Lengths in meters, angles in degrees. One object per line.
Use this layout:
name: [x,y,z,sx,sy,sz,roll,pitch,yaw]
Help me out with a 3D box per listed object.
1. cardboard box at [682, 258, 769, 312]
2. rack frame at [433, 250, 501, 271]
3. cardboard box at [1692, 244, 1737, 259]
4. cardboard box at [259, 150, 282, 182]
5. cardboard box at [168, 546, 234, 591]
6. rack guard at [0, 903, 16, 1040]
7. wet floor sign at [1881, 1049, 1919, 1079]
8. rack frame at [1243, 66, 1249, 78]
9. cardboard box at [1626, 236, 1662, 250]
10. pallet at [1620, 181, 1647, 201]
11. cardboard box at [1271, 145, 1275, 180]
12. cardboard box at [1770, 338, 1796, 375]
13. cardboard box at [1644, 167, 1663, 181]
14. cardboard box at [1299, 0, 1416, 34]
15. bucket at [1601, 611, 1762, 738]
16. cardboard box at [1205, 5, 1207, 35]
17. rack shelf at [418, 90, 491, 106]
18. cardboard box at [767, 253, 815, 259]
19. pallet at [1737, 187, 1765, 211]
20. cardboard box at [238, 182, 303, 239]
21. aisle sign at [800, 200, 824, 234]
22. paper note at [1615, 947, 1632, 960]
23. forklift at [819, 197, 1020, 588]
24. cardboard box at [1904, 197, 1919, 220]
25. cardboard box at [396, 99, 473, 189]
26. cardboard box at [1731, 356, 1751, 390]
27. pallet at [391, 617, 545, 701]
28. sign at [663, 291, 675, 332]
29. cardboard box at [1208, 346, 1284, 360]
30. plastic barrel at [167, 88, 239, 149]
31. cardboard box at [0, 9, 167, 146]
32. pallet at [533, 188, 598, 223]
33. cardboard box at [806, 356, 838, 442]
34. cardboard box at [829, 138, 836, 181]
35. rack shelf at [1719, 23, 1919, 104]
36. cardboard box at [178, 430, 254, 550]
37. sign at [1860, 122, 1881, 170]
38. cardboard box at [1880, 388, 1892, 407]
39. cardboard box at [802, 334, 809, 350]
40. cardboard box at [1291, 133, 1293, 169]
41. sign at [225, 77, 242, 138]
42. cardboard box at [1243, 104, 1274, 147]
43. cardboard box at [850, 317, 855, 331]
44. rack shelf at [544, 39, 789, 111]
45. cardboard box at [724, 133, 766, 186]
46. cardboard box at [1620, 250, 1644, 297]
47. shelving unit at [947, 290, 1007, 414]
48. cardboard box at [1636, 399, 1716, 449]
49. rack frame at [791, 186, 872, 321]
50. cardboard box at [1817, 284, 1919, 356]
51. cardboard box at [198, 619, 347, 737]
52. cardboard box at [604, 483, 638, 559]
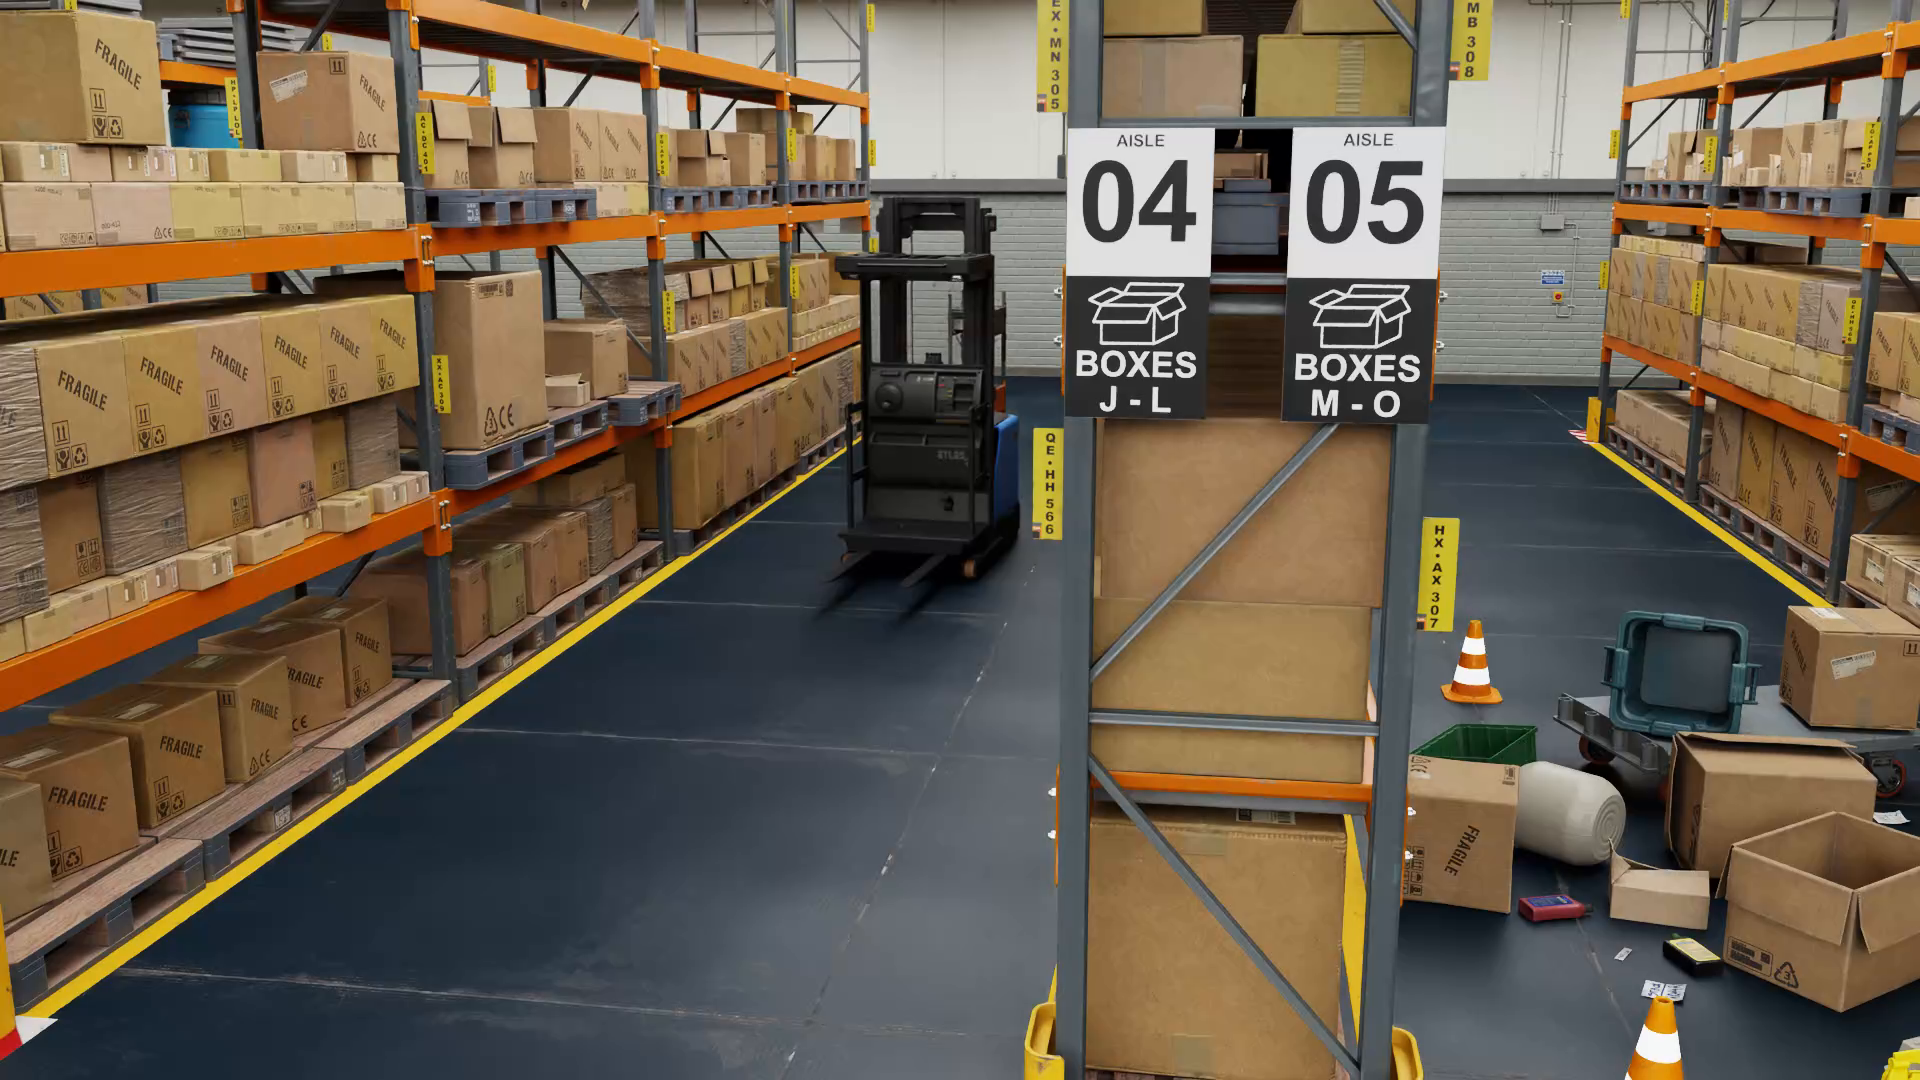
cardboard box: [-2.334,-2.545,16.565,0.797,0.503,0.637,2,12,7]
rack frame: [-6.523,-3.132,21.908,1.000,3.000,0.127,2,12,9]
cardboard box: [7.476,-2.850,16.448,0.380,0.149,0.250,2,12,9]
cardboard box: [-3.453,-1.767,7.864,0.380,0.149,0.250,2,12,11]
cardboard box: [-3.484,0.121,7.408,0.380,0.149,0.250,2,12,9]
rack guard: [-4.078,1.565,6.045,1.175,0.500,0.348,2,12,9]
wet floor sign: [2.748,1.762,4.787,0.267,0.644,0.232,0,12,-1]
rack frame: [2.026,-4.057,11.960,1.000,3.000,0.127,2,12,9]
cardboard box: [7.712,-3.333,18.690,0.380,0.149,0.250,2,12,10]
pallet: [8.059,-3.919,18.648,1.003,0.211,1.213,2,12,9]
cardboard box: [1.554,-1.644,7.244,0.380,0.149,0.250,2,12,9]
cardboard box: [6.890,-1.480,13.408,0.500,0.250,0.500,2,12,7]
cardboard box: [7.768,-4.029,18.312,0.380,0.149,0.250,2,12,11]
cardboard box: [1.161,-1.506,4.711,0.380,0.149,0.250,2,12,9]
bucket: [3.668,0.668,8.435,0.726,0.611,0.620,7,4,28]
cardboard box: [0.591,-1.633,5.301,0.380,0.149,0.250,2,12,10]
rack shelf: [-6.831,-5.101,19.462,1.077,0.370,4.000,2,12,9]
cardboard box: [-2.047,-3.215,20.162,0.500,0.500,0.500,2,12,7]
pallet: [7.456,-2.998,14.620,0.805,0.209,1.217,1,12,6]
cardboard box: [-3.451,-1.549,7.796,0.500,0.250,0.500,2,12,8]
aisle sign: [-1.914,-4.267,21.004,0.394,0.787,0.004,2,12,9]
paper note: [2.679,1.671,6.714,0.032,0.001,0.123,10,15,38]
forklift: [-0.326,-1.206,13.130,1.130,2.935,3.031,3,13,14]
cardboard box: [6.716,-2.269,11.377,0.380,0.149,0.250,2,12,9]
cardboard box: [-3.305,-2.291,9.640,0.797,0.503,0.637,1,12,6]
cardboard box: [7.047,-1.448,14.447,0.500,0.250,0.500,2,12,8]
pallet: [-3.356,0.727,10.618,1.003,0.211,1.213,2,12,9]
sign: [-2.322,-1.818,13.249,0.100,0.325,0.005,2,12,9]
cardboard box: [1.058,-0.481,6.685,0.875,0.550,0.500,2,12,9]
plastic barrel: [-7.250,-3.856,15.959,0.600,0.901,0.708,2,12,9]
cardboard box: [-3.595,-1.846,6.691,0.500,0.500,0.500,2,12,8]
pallet: [-3.118,-2.189,10.858,1.213,0.211,1.003,2,12,9]
cardboard box: [-1.925,-1.628,18.974,0.875,0.875,0.875,2,12,9]
cardboard box: [-1.862,-4.518,19.746,0.700,0.500,0.500,1,12,7]
rack shelf: [7.240,-3.787,13.363,1.077,0.370,4.000,2,12,9]
cardboard box: [-3.812,-0.263,7.652,0.875,0.500,0.500,2,12,9]
sign: [6.385,-2.763,11.658,0.100,0.325,0.005,2,12,9]
cardboard box: [6.699,-1.006,11.642,0.380,0.149,0.250,1,12,5]
cardboard box: [-1.830,-2.122,17.815,0.380,0.149,0.250,1,12,7]
cardboard box: [1.204,-1.171,5.050,0.380,0.149,0.250,2,12,9]
sign: [-4.024,-2.403,9.240,0.100,0.325,0.005,2,12,9]
cardboard box: [1.511,-1.869,7.340,0.500,0.250,0.500,2,12,8]
cardboard box: [-1.476,-2.606,20.060,0.380,0.149,0.250,2,12,10]
rack shelf: [-2.552,-4.108,14.853,1.077,0.370,4.000,2,12,9]
cardboard box: [-2.324,-3.739,16.367,0.700,0.500,0.500,2,12,10]
cardboard box: [7.735,-2.990,18.636,0.500,0.500,0.500,2,12,7]
shelving unit: [0.156,-1.159,14.888,0.431,2.100,0.503,3,13,14]
cardboard box: [8.028,-1.272,18.361,0.875,0.438,0.875,2,12,10]
rack frame: [-1.629,-2.972,21.163,1.000,3.000,0.127,2,12,9]
cardboard box: [6.754,-1.639,12.368,0.500,0.500,0.500,2,12,7]
cardboard box: [-3.656,0.744,8.856,0.500,0.500,0.500,6,14,27]
cardboard box: [-2.943,-0.159,13.002,0.700,0.500,0.500,1,12,6]
